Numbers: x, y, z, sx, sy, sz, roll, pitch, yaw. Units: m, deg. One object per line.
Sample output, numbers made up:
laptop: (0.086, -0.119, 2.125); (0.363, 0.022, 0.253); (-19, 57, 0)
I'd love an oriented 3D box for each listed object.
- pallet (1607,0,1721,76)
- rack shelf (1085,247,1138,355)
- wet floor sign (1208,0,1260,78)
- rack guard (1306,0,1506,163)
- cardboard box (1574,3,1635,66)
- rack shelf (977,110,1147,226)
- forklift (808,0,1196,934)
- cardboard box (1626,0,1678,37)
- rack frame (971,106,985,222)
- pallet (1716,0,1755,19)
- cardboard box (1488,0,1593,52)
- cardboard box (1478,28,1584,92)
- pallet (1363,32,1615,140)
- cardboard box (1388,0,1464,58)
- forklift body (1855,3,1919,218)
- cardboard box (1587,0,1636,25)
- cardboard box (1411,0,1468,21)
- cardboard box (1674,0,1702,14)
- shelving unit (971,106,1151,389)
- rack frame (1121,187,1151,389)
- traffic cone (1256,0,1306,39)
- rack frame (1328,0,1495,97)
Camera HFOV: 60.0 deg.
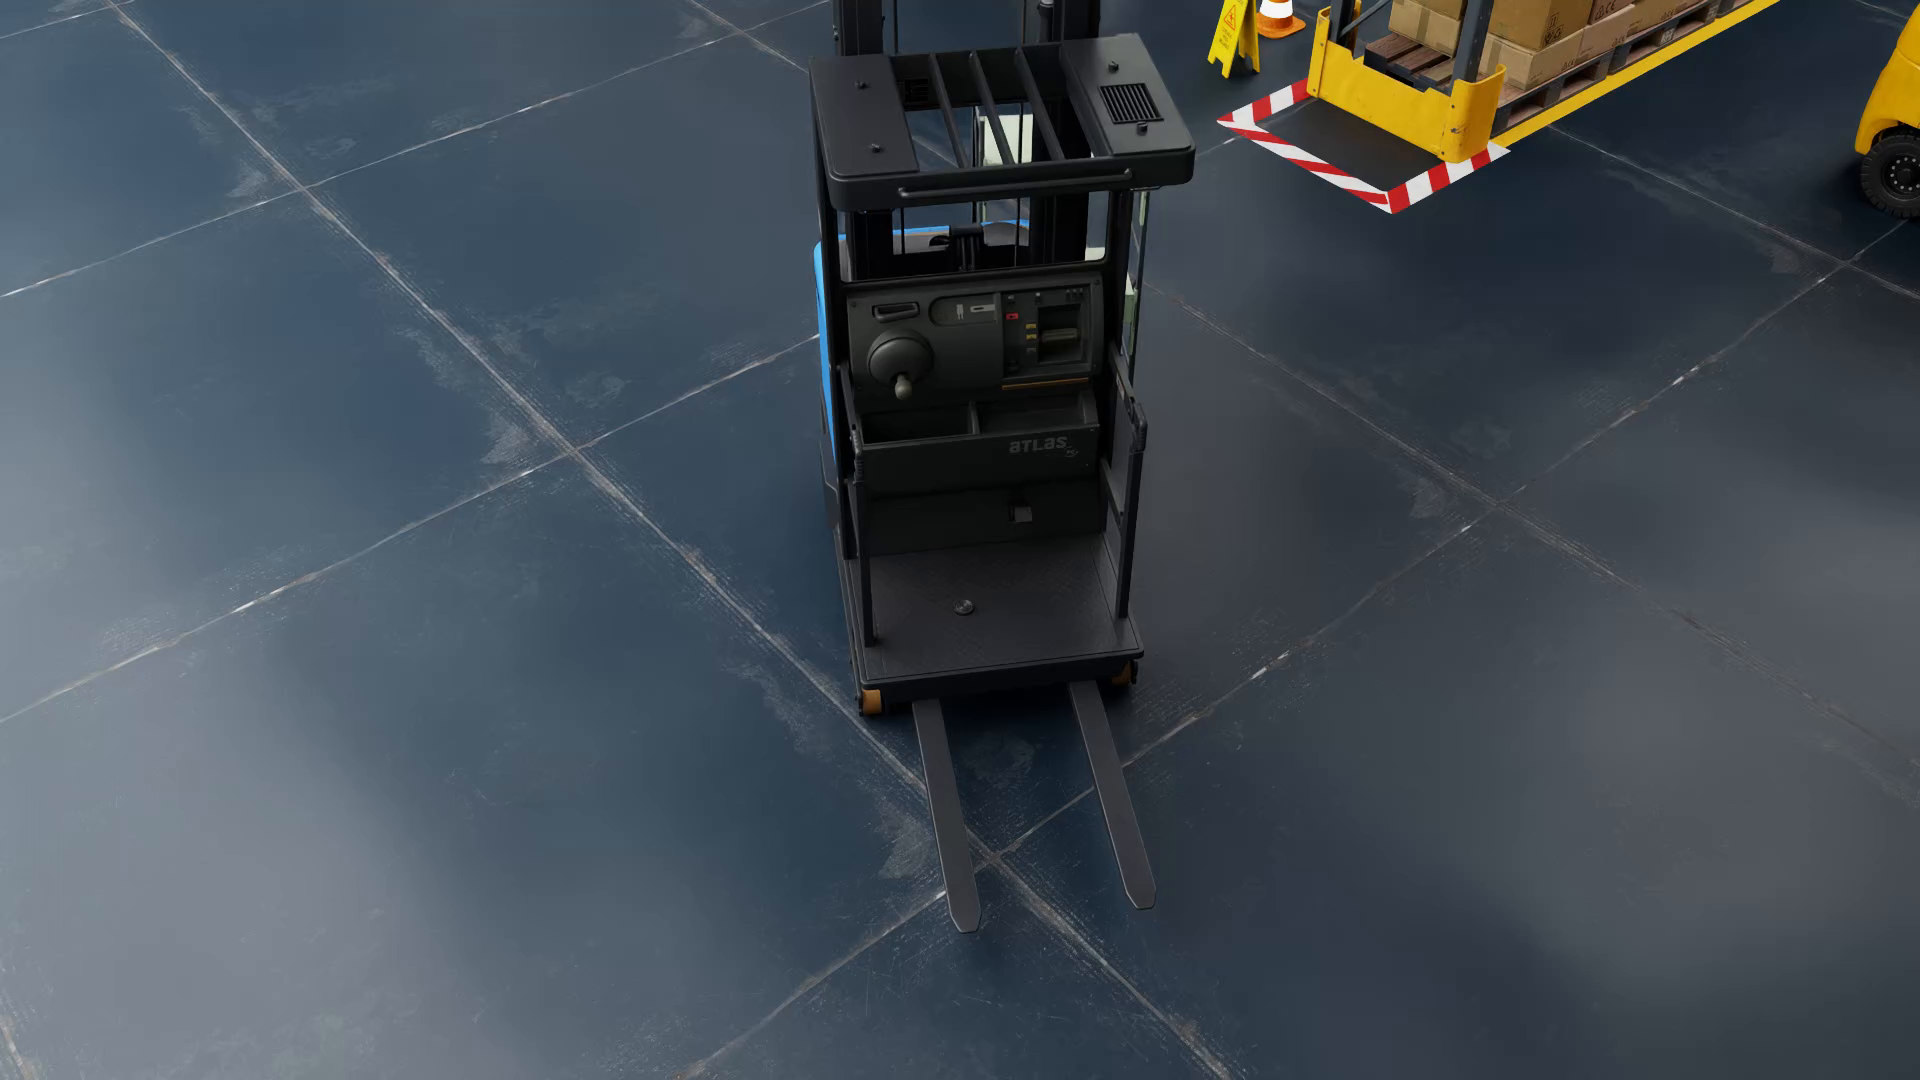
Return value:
pallet: (4.197, -3.492, 10.867); (1.213, 0.211, 1.003); (-30, 51, -28)
rack shelf: (0.443, -1.134, 7.891); (0.720, 0.370, 0.431); (-3, 43, -3)
wet floor sign: (1.725, -3.224, 10.265); (0.232, 0.644, 0.267); (-14, 45, -14)
rack guard: (2.616, -2.726, 9.841); (0.348, 0.500, 1.175); (-30, 51, -28)
cardboard box: (3.750, -3.184, 10.204); (0.500, 0.250, 0.500); (-28, 50, -27)
rack shelf: (0.443, -1.656, 7.401); (0.720, 0.370, 0.431); (-3, 43, -3)
forklift: (0.096, -0.647, 5.851); (1.130, 2.935, 3.031); (-6, 44, -6)
cardboard box: (4.160, -3.430, 10.466); (0.500, 0.250, 0.500); (-26, 49, -25)
rack frame: (0.078, -1.353, 7.648); (0.023, 1.500, 0.400); (-3, 43, -3)
pallet: (5.133, -4.030, 11.441); (1.213, 0.211, 1.003); (-30, 51, -28)
cardboard box: (3.371, -3.248, 9.724); (0.500, 0.500, 0.500); (-32, 52, -29)
cardboard box: (3.354, -2.963, 9.970); (0.500, 0.250, 0.500); (-30, 51, -28)
pallet: (3.262, -2.959, 10.300); (1.213, 0.211, 1.003); (-30, 51, -28)
cardboard box: (3.023, -3.261, 10.287); (0.500, 0.250, 0.500); (-30, 51, -28)
forklift body: (6.029, -2.480, 8.373); (1.214, 2.155, 2.313); (-30, 51, -28)
cardboard box: (3.770, -3.479, 9.971); (0.500, 0.500, 0.500); (-32, 52, -29)
cardboard box: (3.005, -3.517, 10.011); (0.500, 0.500, 0.500); (-29, 51, -28)
cardboard box: (4.549, -3.650, 10.701); (0.500, 0.250, 0.500); (-29, 50, -27)
shelving unit: (0.443, -1.371, 7.668); (0.755, 1.500, 0.431); (-3, 43, -3)
rack frame: (0.808, -1.390, 7.688); (0.023, 1.500, 0.400); (-3, 43, -3)
traffic cone: (2.060, -3.545, 10.740); (0.334, 0.463, 0.336); (-30, 51, -28)
rack frame: (2.557, -3.604, 8.949); (0.127, 3.000, 1.000); (-30, 51, -28)
